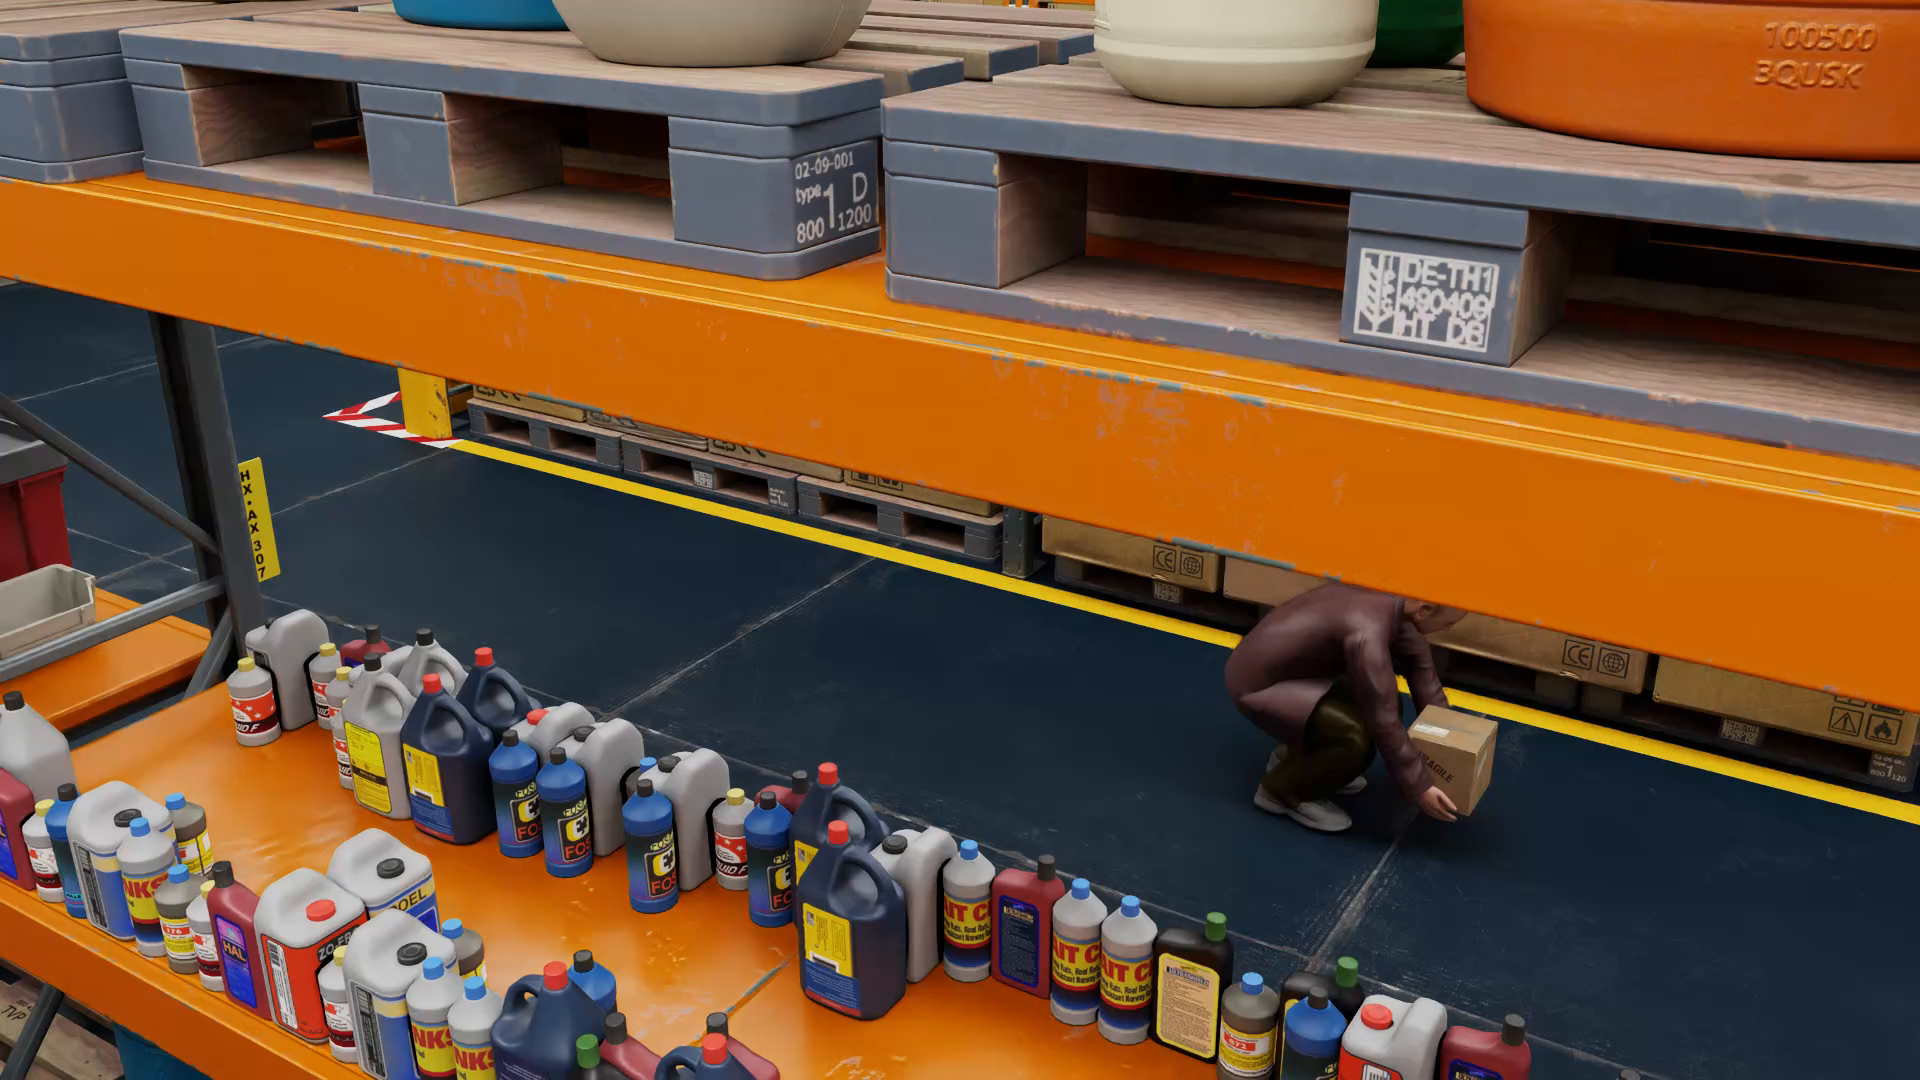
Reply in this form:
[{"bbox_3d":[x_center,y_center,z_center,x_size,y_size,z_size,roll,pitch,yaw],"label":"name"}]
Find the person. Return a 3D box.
[{"bbox_3d":[1.389,0.557,5.904,0.910,0.917,0.608,14,26,29],"label":"person"}]
